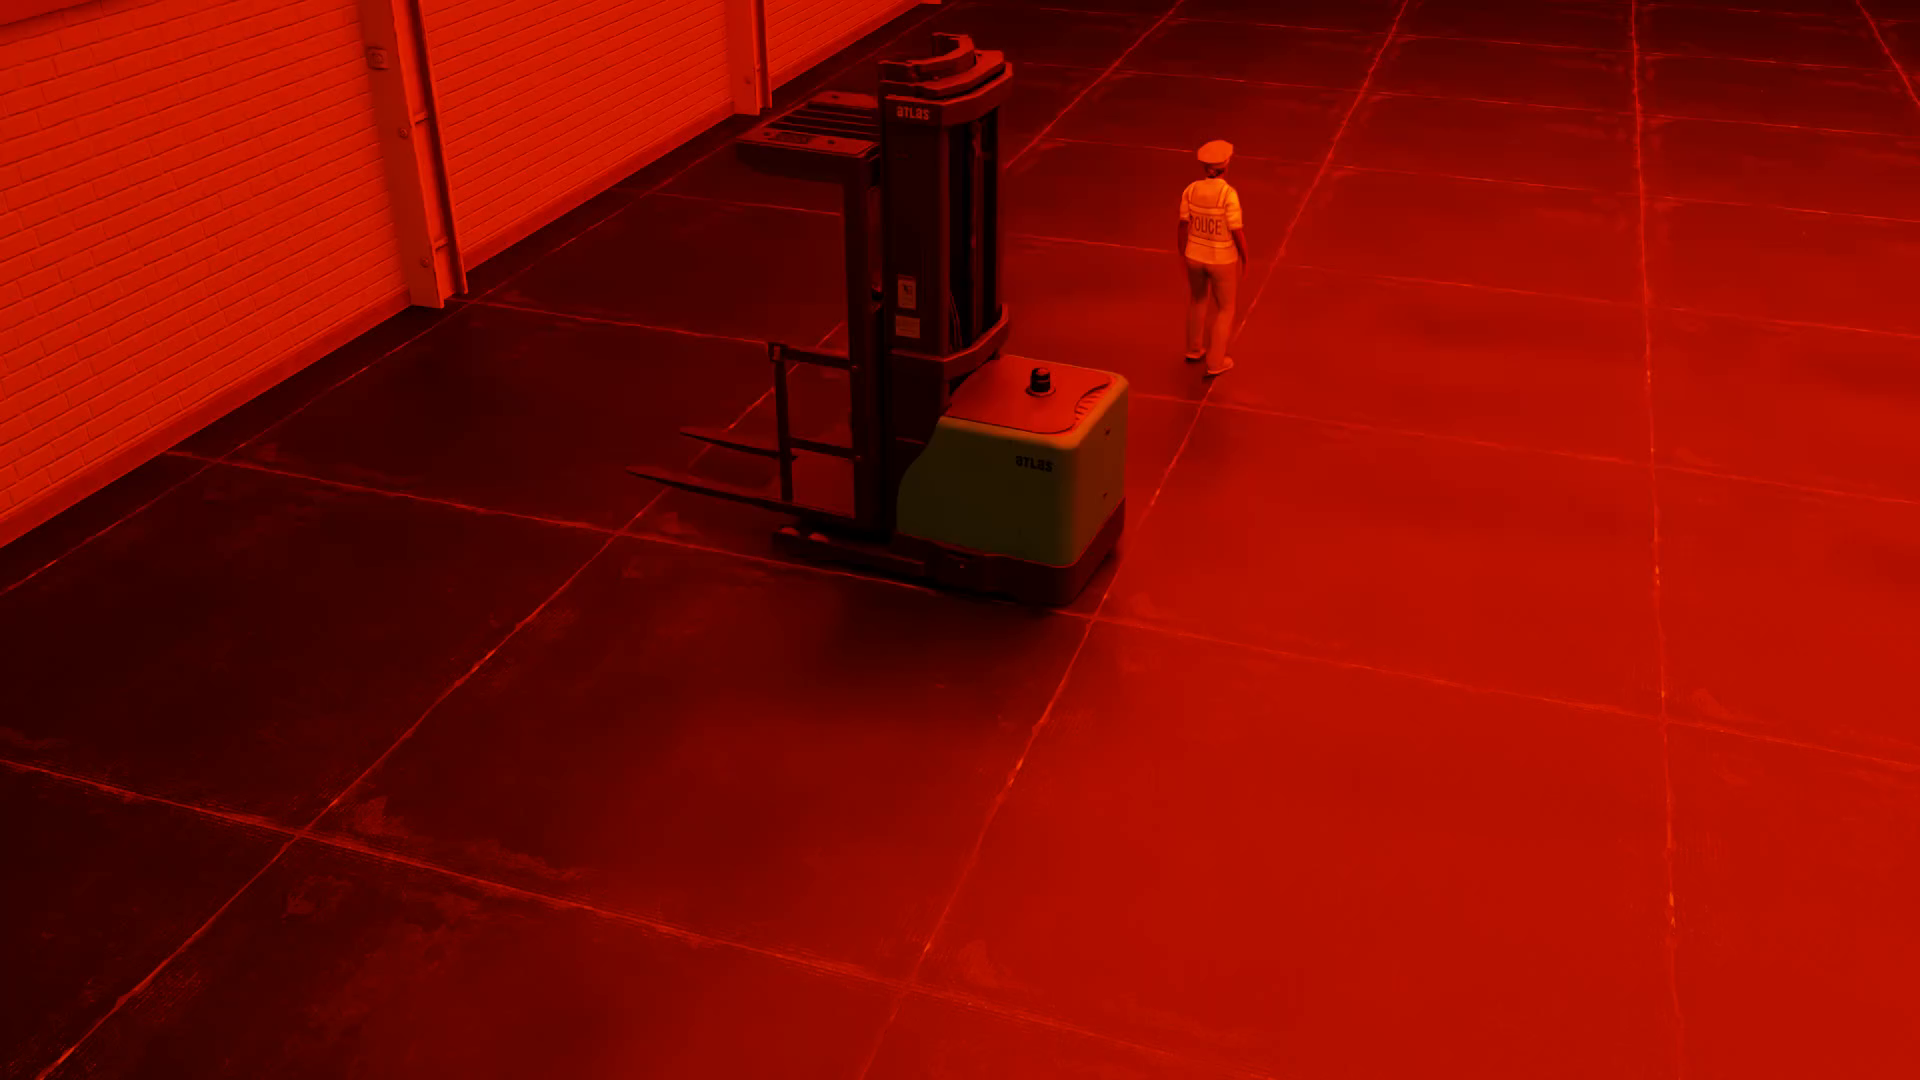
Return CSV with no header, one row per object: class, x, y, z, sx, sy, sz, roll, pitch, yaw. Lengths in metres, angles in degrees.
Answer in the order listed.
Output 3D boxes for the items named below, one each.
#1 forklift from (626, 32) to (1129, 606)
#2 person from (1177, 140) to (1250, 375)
forklift,-0.575,-1.371,9.542,3.031,2.935,1.130,12,32,20
person,1.846,-2.029,11.996,0.530,1.716,0.469,21,36,32
